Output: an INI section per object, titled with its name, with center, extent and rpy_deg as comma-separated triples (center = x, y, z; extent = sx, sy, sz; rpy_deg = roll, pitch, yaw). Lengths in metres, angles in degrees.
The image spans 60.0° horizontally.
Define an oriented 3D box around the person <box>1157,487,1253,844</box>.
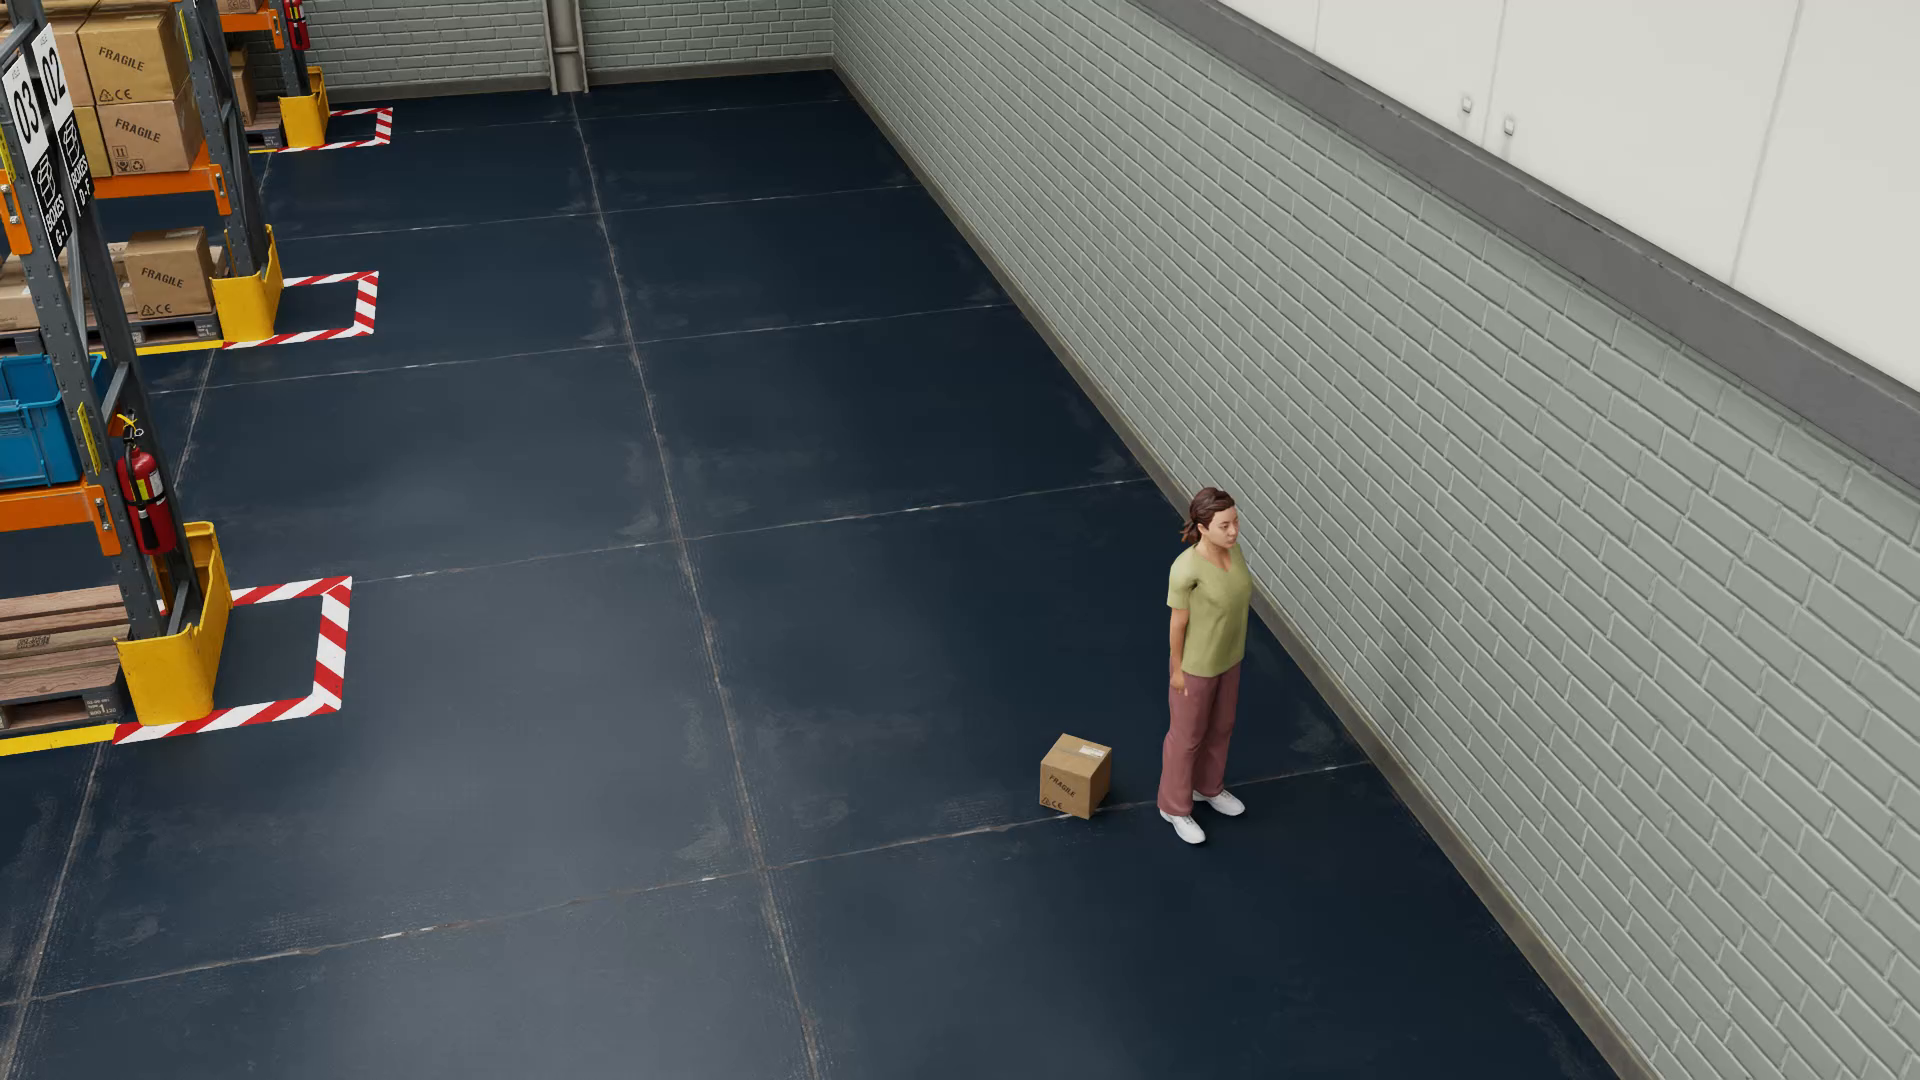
[person]
center = 1.093, 0.533, 7.329
extent = 0.427, 1.671, 0.389
rpy_deg = -26, 39, -37
